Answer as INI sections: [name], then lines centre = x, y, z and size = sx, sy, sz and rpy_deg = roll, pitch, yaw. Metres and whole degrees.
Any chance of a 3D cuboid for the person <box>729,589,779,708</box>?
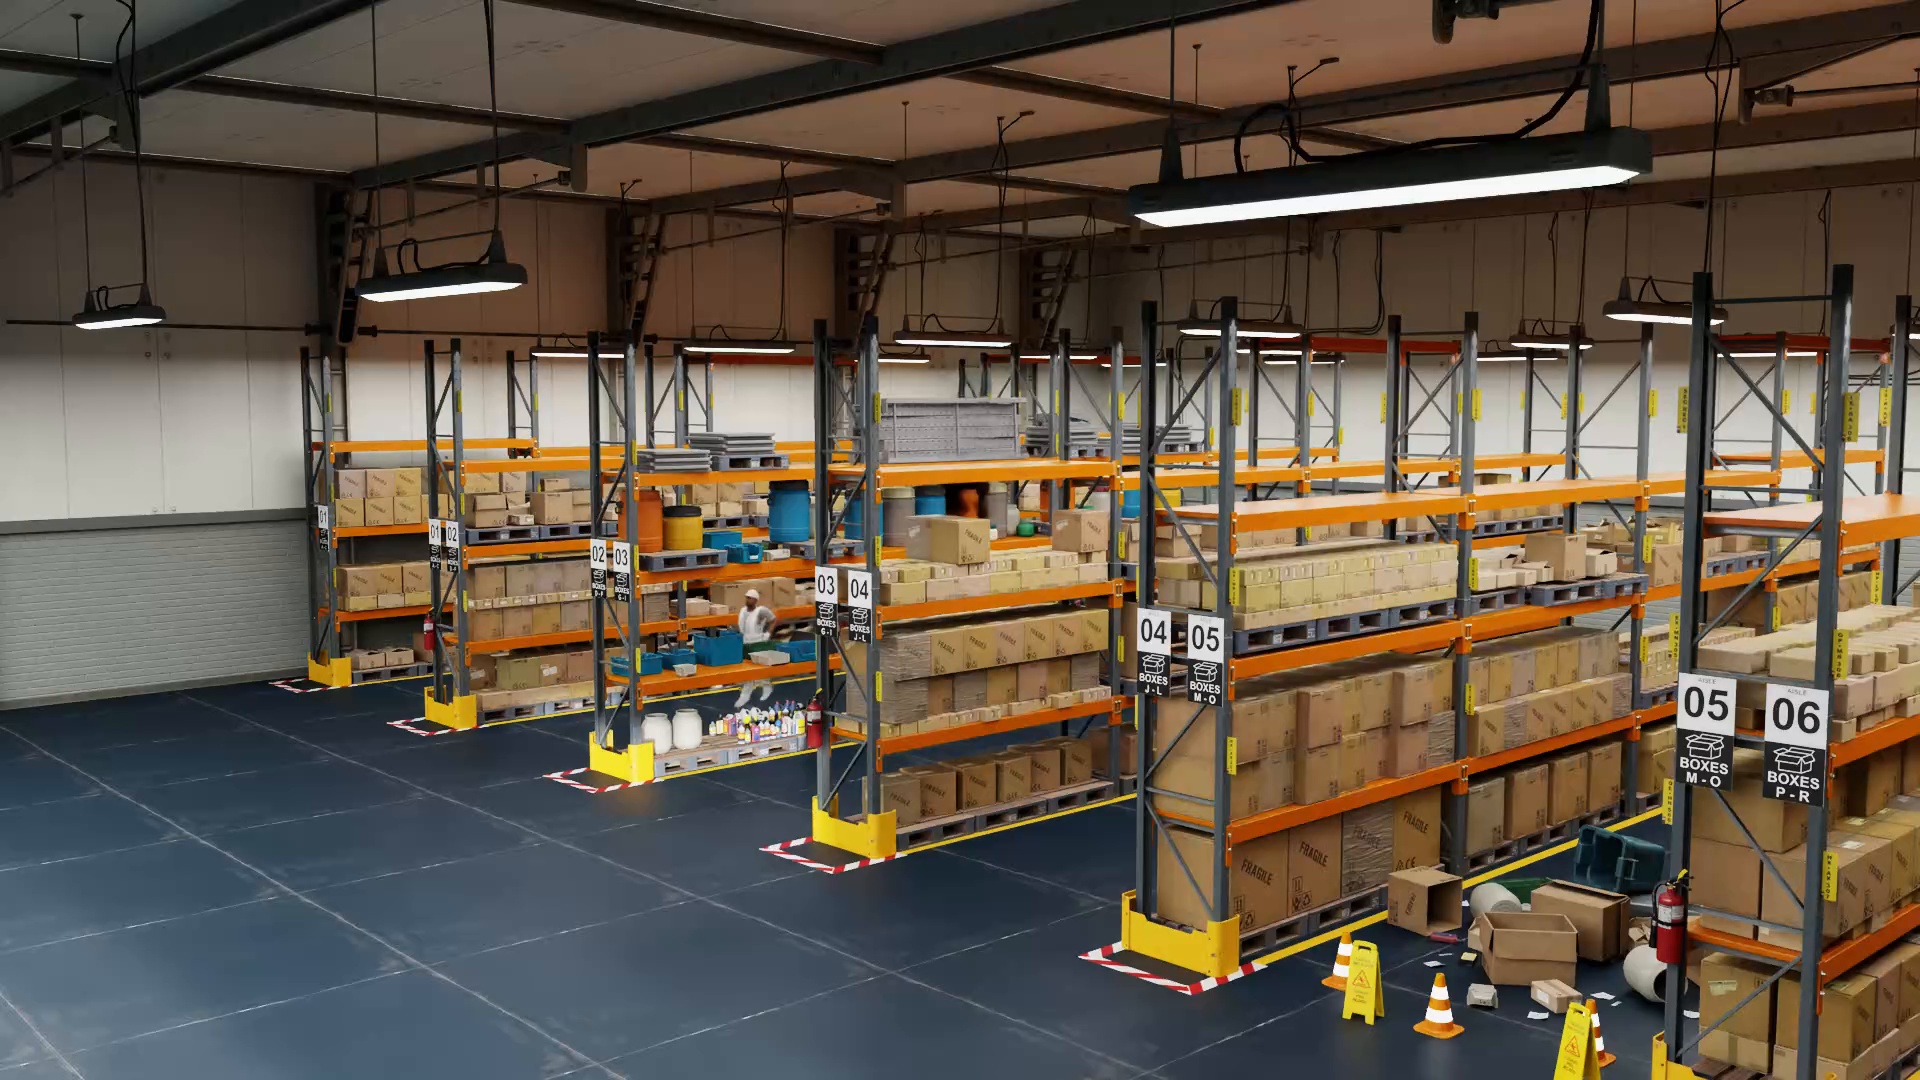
[person]
centre = -3.298, 1.689, 26.375
size = 0.672, 1.819, 0.894
rpy_deg = 5, 7, 43
